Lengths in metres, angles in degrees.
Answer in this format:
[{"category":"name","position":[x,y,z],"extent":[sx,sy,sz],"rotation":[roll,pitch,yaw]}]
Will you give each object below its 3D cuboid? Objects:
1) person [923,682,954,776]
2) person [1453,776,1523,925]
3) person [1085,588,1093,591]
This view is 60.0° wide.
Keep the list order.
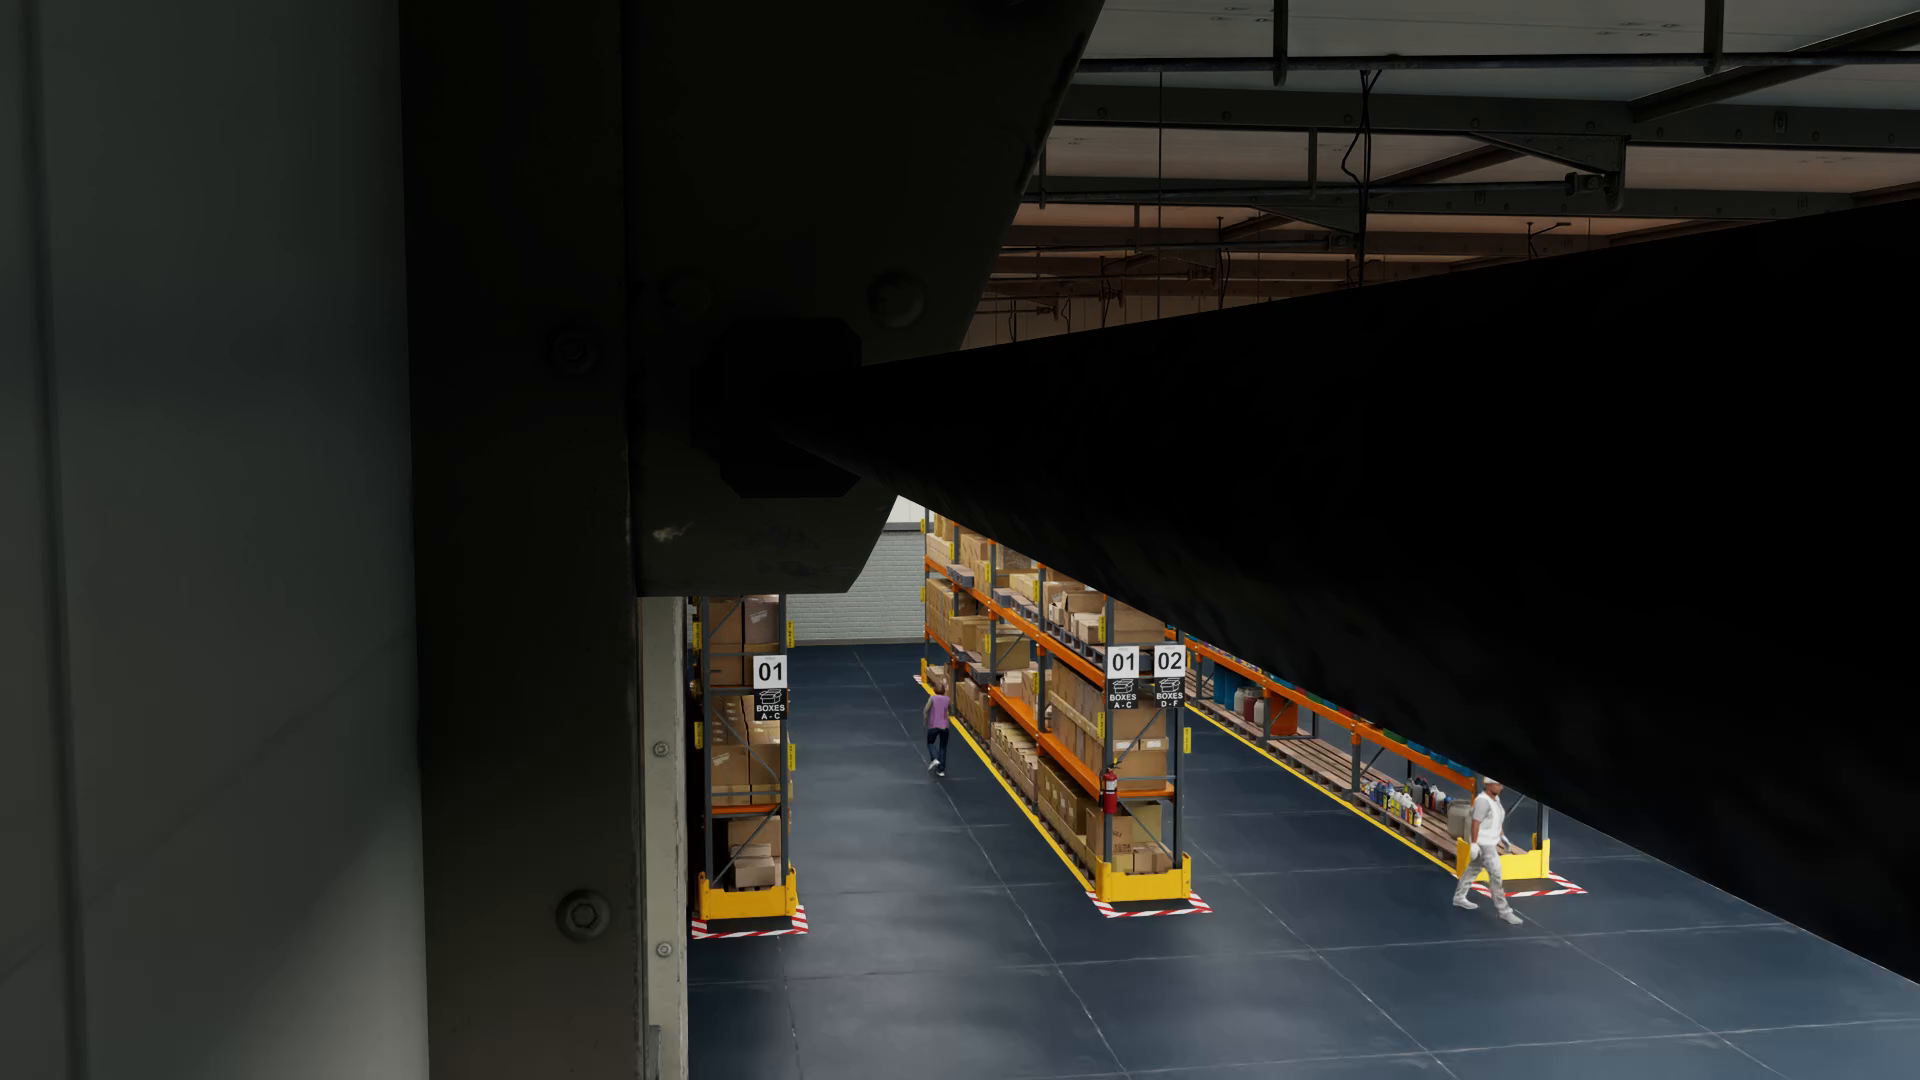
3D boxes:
[{"category":"person","position":[-0.360,3.141,27.833],"extent":[0.536,1.500,0.756],"rotation":[-1,5,-6]},{"category":"person","position":[6.425,3.670,20.144],"extent":[0.880,1.760,0.579],"rotation":[3,6,27]},{"category":"person","position":[3.142,1.977,40.157],"extent":[1.085,1.655,0.559],"rotation":[2,5,21]}]
